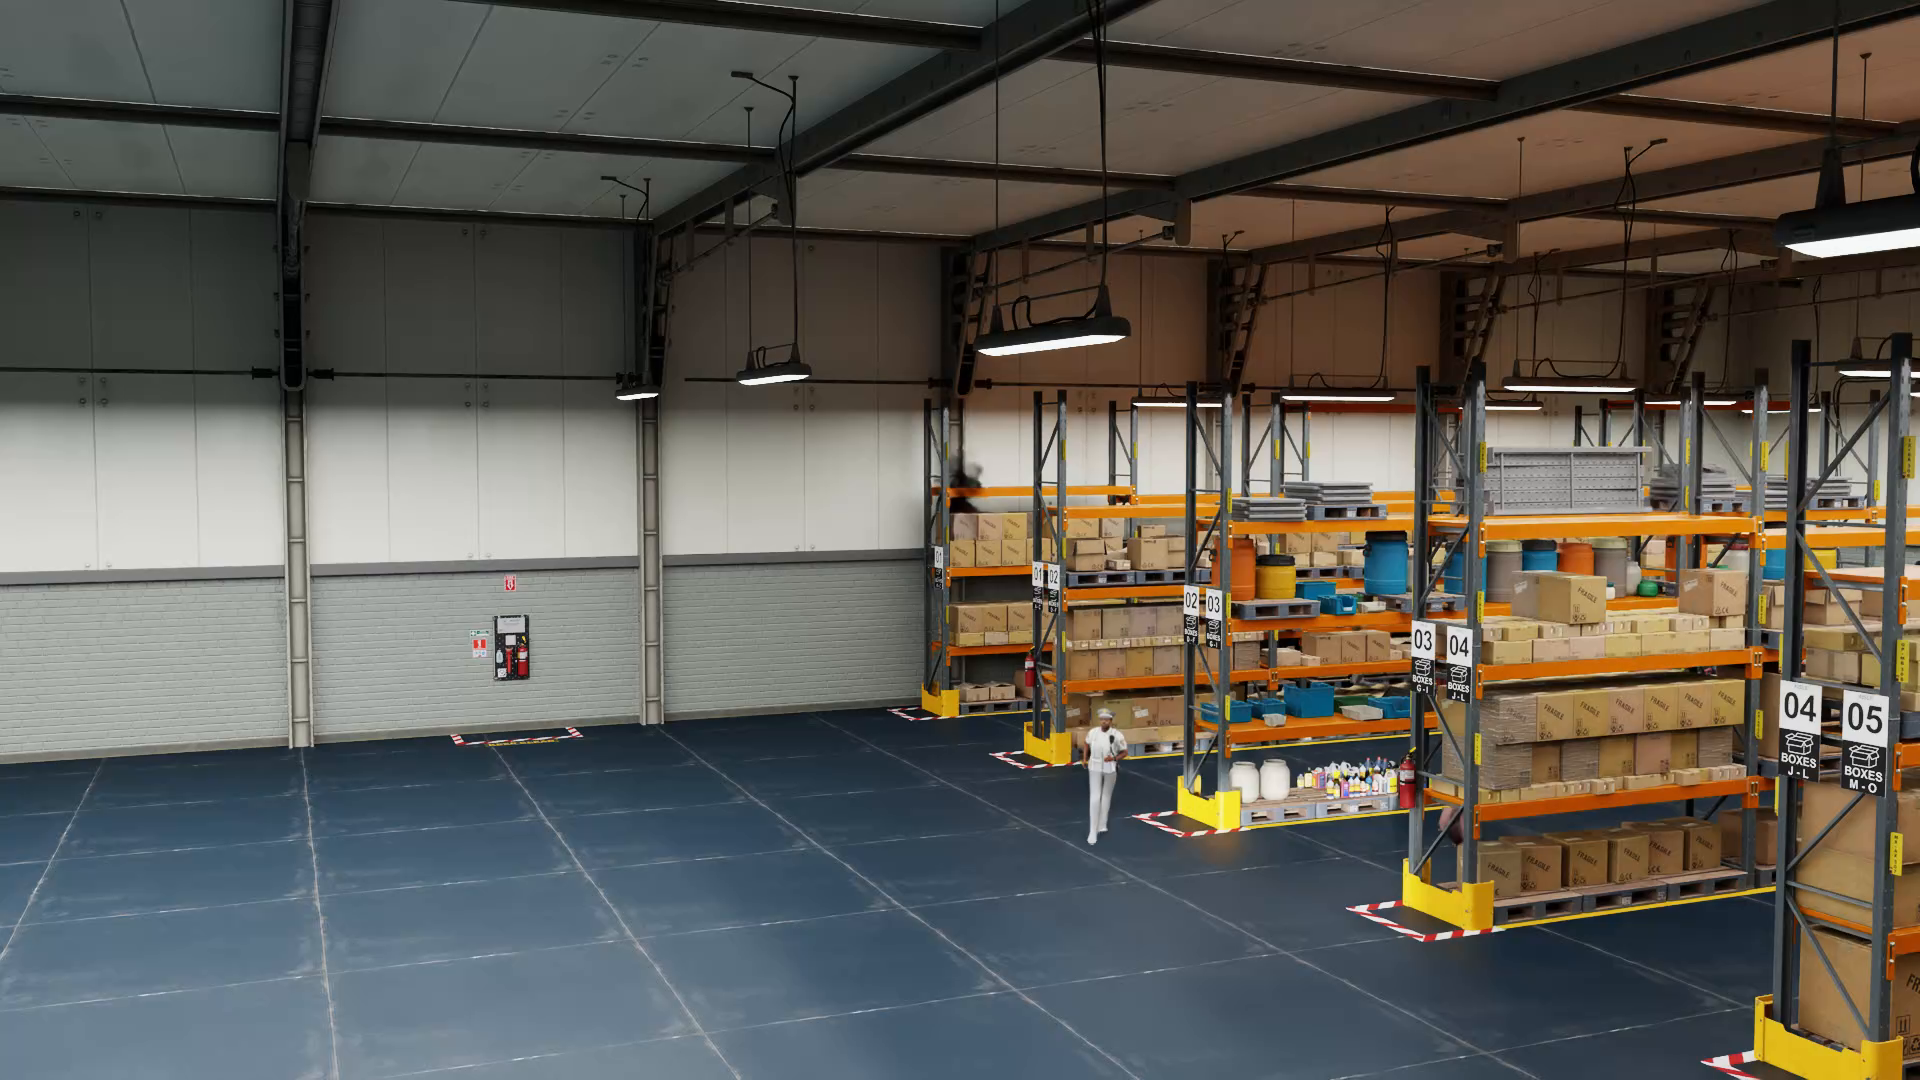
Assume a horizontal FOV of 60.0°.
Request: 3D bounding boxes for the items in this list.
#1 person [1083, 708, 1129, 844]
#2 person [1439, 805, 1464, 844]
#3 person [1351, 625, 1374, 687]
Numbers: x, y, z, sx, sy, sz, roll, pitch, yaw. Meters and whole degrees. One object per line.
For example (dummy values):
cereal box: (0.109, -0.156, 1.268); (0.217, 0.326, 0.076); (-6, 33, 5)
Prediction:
person: (1.899, 3.047, 21.651); (0.601, 1.767, 0.698); (1, 3, 9)
person: (6.088, 3.154, 20.160); (0.549, 1.629, 0.566); (-2, 4, -29)
person: (7.808, 2.407, 32.404); (0.649, 1.729, 0.722); (-1, 4, -22)
